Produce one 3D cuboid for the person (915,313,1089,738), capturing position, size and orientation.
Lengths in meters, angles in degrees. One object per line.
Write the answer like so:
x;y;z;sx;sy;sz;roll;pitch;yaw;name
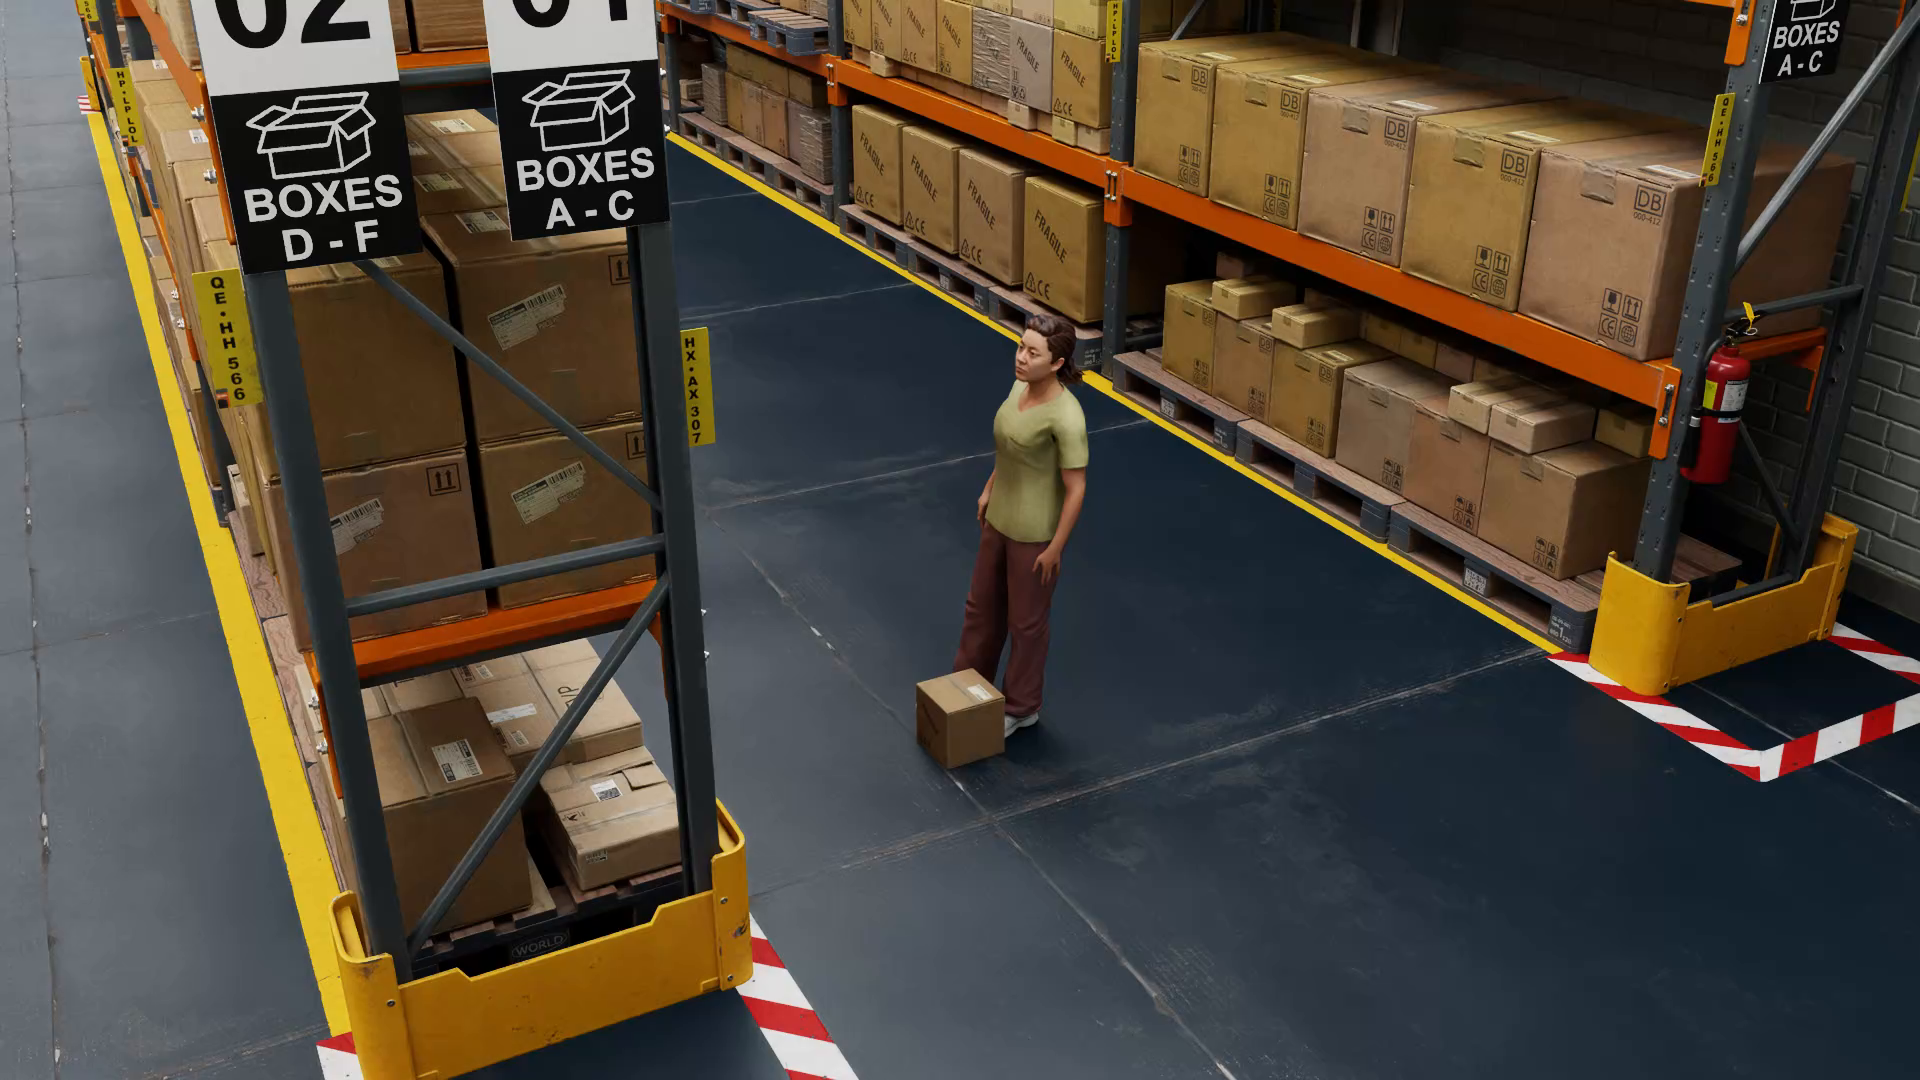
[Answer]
0.178;-0.027;6.146;0.547;1.673;0.553;-13;28;-25;person
